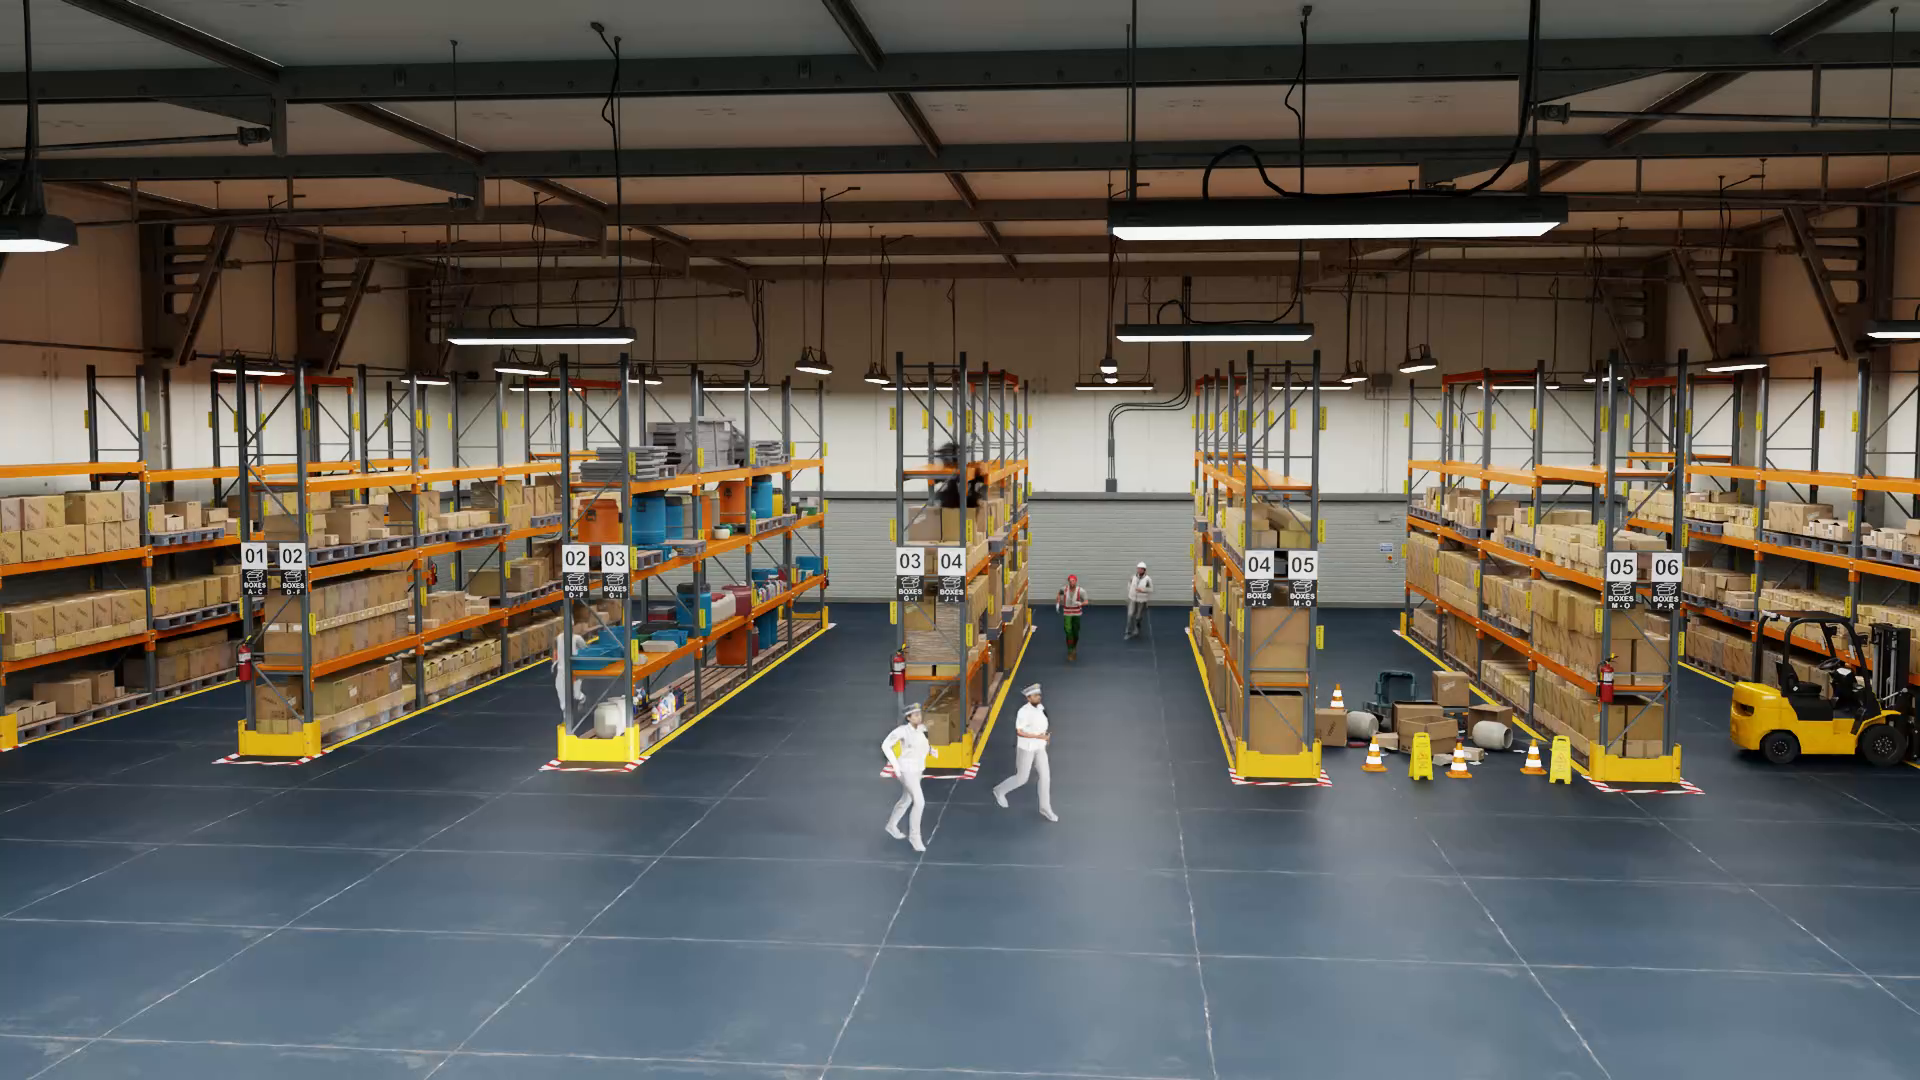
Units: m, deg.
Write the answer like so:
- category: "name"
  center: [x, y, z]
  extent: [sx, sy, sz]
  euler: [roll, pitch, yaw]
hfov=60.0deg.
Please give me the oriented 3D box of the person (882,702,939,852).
- category: "person"
  center: [-0.592, 2.767, 19.633]
  extent: [0.759, 1.744, 0.606]
  euler: [3, 5, 36]

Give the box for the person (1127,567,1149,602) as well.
- category: "person"
  center: [4.094, 0.998, 38.335]
  extent: [0.539, 0.859, 0.441]
  euler: [1, 4, 20]

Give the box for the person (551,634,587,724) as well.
- category: "person"
  center: [-6.488, 2.280, 27.724]
  extent: [0.582, 1.520, 0.833]
  euler: [0, 4, 5]

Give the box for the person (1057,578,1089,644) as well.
- category: "person"
  center: [2.368, 1.473, 35.074]
  extent: [0.692, 1.421, 0.735]
  euler: [1, 4, 9]

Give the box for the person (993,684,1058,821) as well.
- category: "person"
  center: [0.867, 2.661, 21.118]
  extent: [0.385, 1.712, 0.931]
  euler: [-4, 6, -45]
